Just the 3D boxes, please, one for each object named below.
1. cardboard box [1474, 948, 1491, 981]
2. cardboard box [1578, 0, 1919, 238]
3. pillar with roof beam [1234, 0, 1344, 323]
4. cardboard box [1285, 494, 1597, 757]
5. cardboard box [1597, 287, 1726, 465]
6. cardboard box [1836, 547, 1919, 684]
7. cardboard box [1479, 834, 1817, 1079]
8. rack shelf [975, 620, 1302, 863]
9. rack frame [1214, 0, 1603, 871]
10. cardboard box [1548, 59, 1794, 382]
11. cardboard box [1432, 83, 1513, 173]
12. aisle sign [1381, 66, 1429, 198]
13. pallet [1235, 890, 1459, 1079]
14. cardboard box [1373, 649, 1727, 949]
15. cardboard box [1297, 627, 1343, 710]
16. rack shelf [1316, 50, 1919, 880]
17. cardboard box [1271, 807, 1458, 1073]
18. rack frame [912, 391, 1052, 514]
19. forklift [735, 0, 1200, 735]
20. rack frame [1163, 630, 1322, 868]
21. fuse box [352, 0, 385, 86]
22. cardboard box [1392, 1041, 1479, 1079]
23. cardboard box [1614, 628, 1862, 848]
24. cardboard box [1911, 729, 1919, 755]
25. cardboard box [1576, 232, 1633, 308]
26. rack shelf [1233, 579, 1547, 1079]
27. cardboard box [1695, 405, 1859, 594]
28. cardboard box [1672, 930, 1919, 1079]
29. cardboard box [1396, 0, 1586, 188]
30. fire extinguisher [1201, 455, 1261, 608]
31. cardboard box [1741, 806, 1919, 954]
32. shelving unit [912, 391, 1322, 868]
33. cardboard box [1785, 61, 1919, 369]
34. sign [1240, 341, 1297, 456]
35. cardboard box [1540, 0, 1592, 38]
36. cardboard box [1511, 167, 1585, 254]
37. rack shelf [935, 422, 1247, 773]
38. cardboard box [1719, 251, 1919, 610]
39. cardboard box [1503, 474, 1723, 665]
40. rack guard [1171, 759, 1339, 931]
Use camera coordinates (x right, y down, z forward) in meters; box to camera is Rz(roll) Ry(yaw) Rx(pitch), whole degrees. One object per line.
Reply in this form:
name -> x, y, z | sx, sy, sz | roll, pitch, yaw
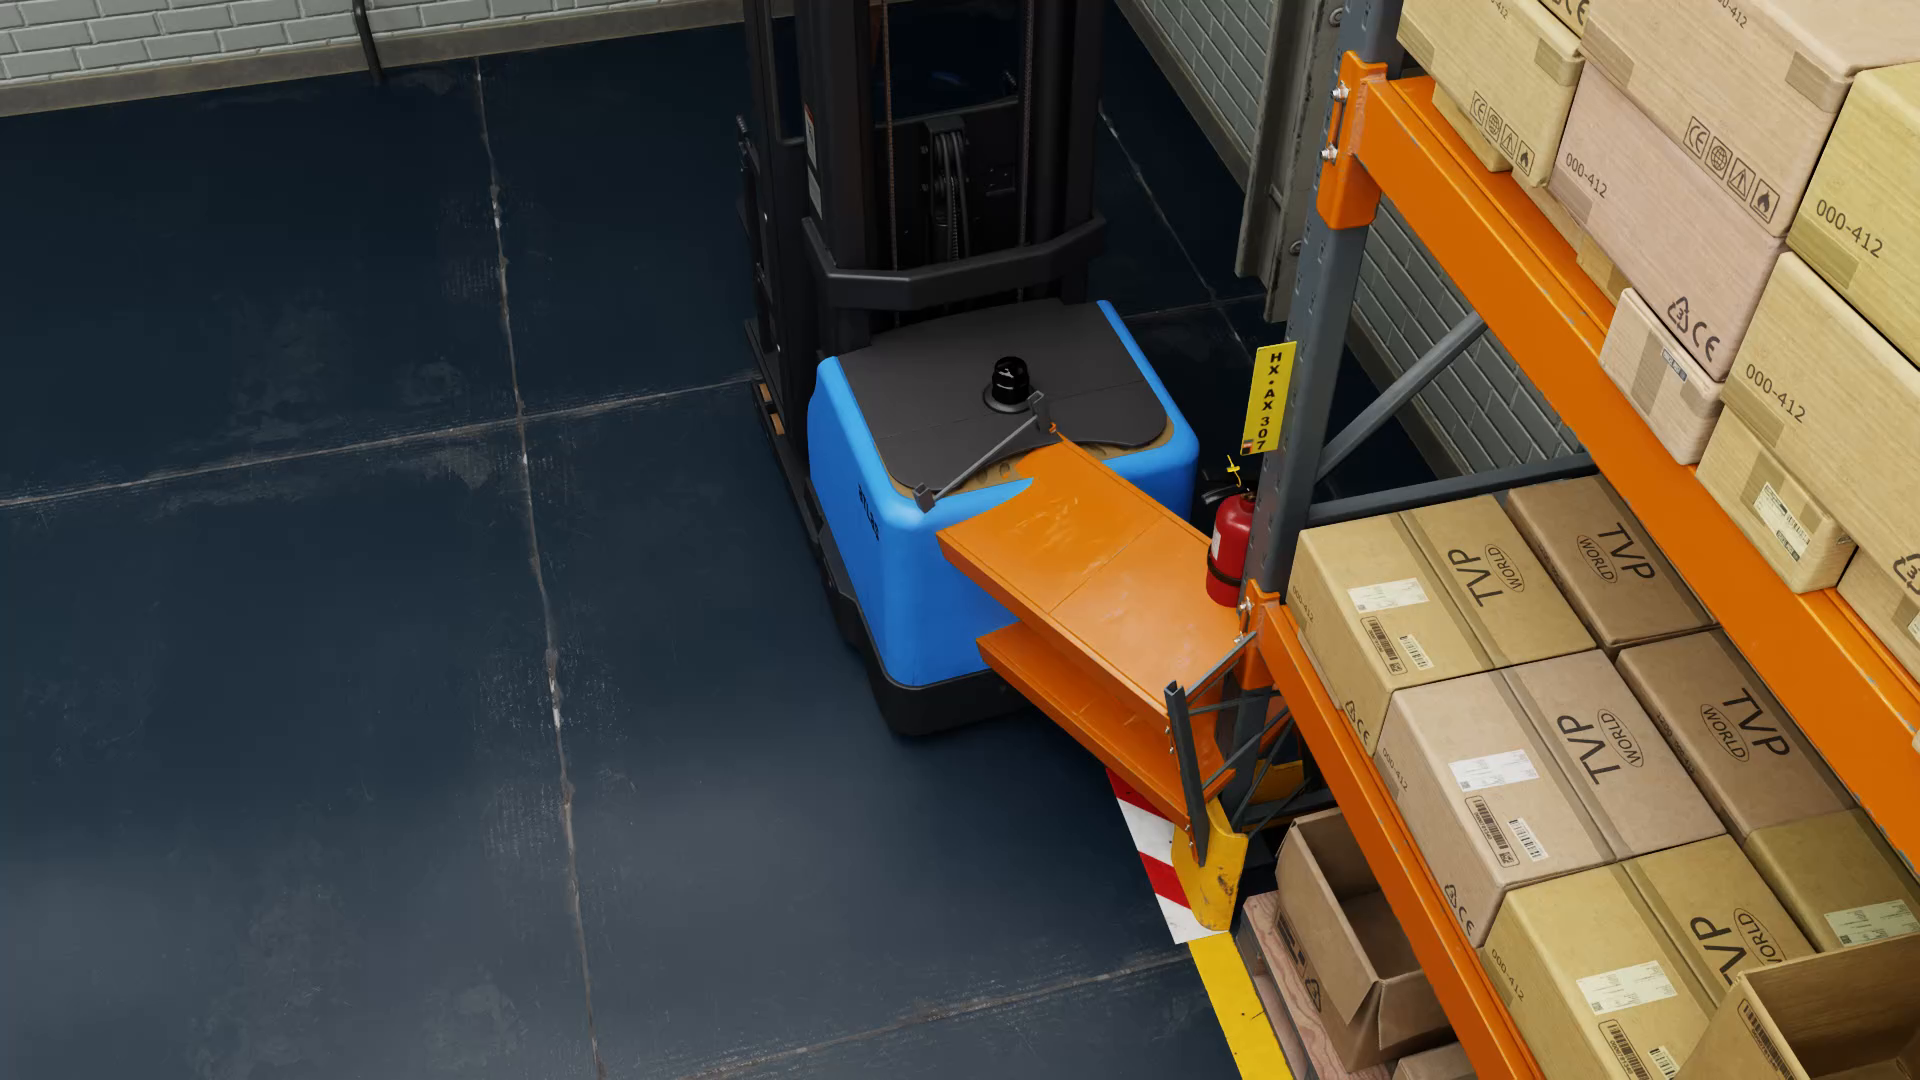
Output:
cardboard box -> 1.278, 0.771, 3.570 | 0.380, 0.149, 0.250 | -9, 46, -9
cardboard box -> 1.225, -0.691, 2.274 | 0.500, 0.250, 0.500 | -11, 47, -11
pillar with roof beam -> -2.738, -3.461, 3.341 | 9.100, 9.000, 0.400 | -11, 47, -10
cardboard box -> 1.098, 0.189, 3.861 | 0.500, 0.250, 0.500 | -10, 47, -10
cardboard box -> 1.205, -0.274, 2.494 | 0.380, 0.149, 0.250 | -10, 46, -9
cardboard box -> 1.402, 0.065, 2.162 | 0.380, 0.149, 0.250 | -11, 47, -11
cardboard box -> 1.361, 0.886, 3.178 | 0.500, 0.250, 0.500 | -12, 47, -11
rack shelf -> 0.545, 0.465, 5.181 | 0.538, 0.278, 1.000 | -39, 53, -17
rack frame -> 1.243, -0.122, 4.269 | 1.000, 3.000, 0.127 | -11, 47, -10
cardboard box -> 1.242, -0.520, 2.456 | 0.500, 0.250, 0.500 | -10, 46, -10
cardboard box -> 1.099, -0.821, 3.030 | 0.380, 0.149, 0.250 | -10, 46, -9
aisle sign -> 0.941, -1.025, 3.334 | 0.394, 0.787, 0.004 | -11, 47, -10
pallet -> 1.467, 1.457, 4.675 | 1.003, 0.211, 1.213 | -11, 47, -10
cardboard box -> 1.228, 0.537, 3.520 | 0.500, 0.250, 0.500 | -10, 46, -10
cardboard box -> 1.061, 0.243, 4.087 | 0.380, 0.149, 0.250 | -11, 47, -11
rack shelf -> 1.755, 0.461, 2.102 | 1.077, 0.370, 4.000 | -11, 47, -10
cardboard box -> 1.308, 1.045, 4.580 | 0.797, 0.503, 0.637 | -12, 47, -12
rack frame -> 0.170, 0.058, 5.285 | 0.500, 1.125, 0.032 | -39, 53, -17
forklift -> -0.199, -1.451, 5.620 | 1.130, 2.935, 3.031 | -13, 47, -13
rack frame -> 0.822, 0.575, 4.702 | 0.500, 1.125, 0.032 | -39, 53, -17
fuse box -> -2.953, -2.933, 7.926 | 0.539, 1.711, 0.414 | -11, 47, -10
cardboard box -> 1.379, 1.469, 4.412 | 0.380, 0.149, 0.250 | -12, 47, -12
cardboard box -> 1.748, 0.452, 3.604 | 0.500, 0.250, 0.500 | -11, 47, -10
cardboard box -> 1.398, 0.255, 1.976 | 0.380, 0.149, 0.250 | -11, 47, -10
cardboard box -> 1.241, -0.465, 2.681 | 0.380, 0.149, 0.250 | -11, 47, -10
rack shelf -> 1.755, 1.511, 3.173 | 1.077, 0.370, 4.000 | -11, 47, -10
cardboard box -> 1.279, -0.094, 2.318 | 0.380, 0.149, 0.250 | -11, 47, -10
cardboard box -> 1.483, 0.962, 2.579 | 0.500, 0.500, 0.500 | -10, 46, -9
cardboard box -> 1.092, -0.867, 2.796 | 0.500, 0.250, 0.500 | -11, 47, -11
fire extinguisher -> 0.758, 0.019, 4.447 | 0.296, 0.674, 0.183 | -11, 47, -10
cardboard box -> 1.870, 0.795, 3.268 | 0.500, 0.250, 0.500 | -9, 46, -9
shelving unit -> 0.496, 0.316, 4.993 | 0.538, 1.125, 1.048 | -39, 53, -17
cardboard box -> 1.367, -0.347, 1.936 | 0.500, 0.250, 0.500 | -11, 47, -11
sign -> 0.718, -0.326, 3.863 | 0.100, 0.325, 0.005 | -11, 47, -10
cardboard box -> 1.113, -1.046, 2.621 | 0.500, 0.250, 0.500 | -11, 47, -11
cardboard box -> 1.192, -0.645, 2.858 | 0.380, 0.149, 0.250 | -10, 46, -10
rack shelf -> 0.437, 0.138, 4.769 | 0.538, 0.278, 1.000 | -39, 53, -17
cardboard box -> 1.361, -0.164, 2.107 | 0.500, 0.250, 0.500 | -12, 47, -12
cardboard box -> 1.617, 0.096, 3.953 | 0.500, 0.250, 0.500 | -9, 46, -9
rack guard -> 1.262, 0.806, 5.111 | 1.175, 0.500, 0.348 | -11, 47, -10
